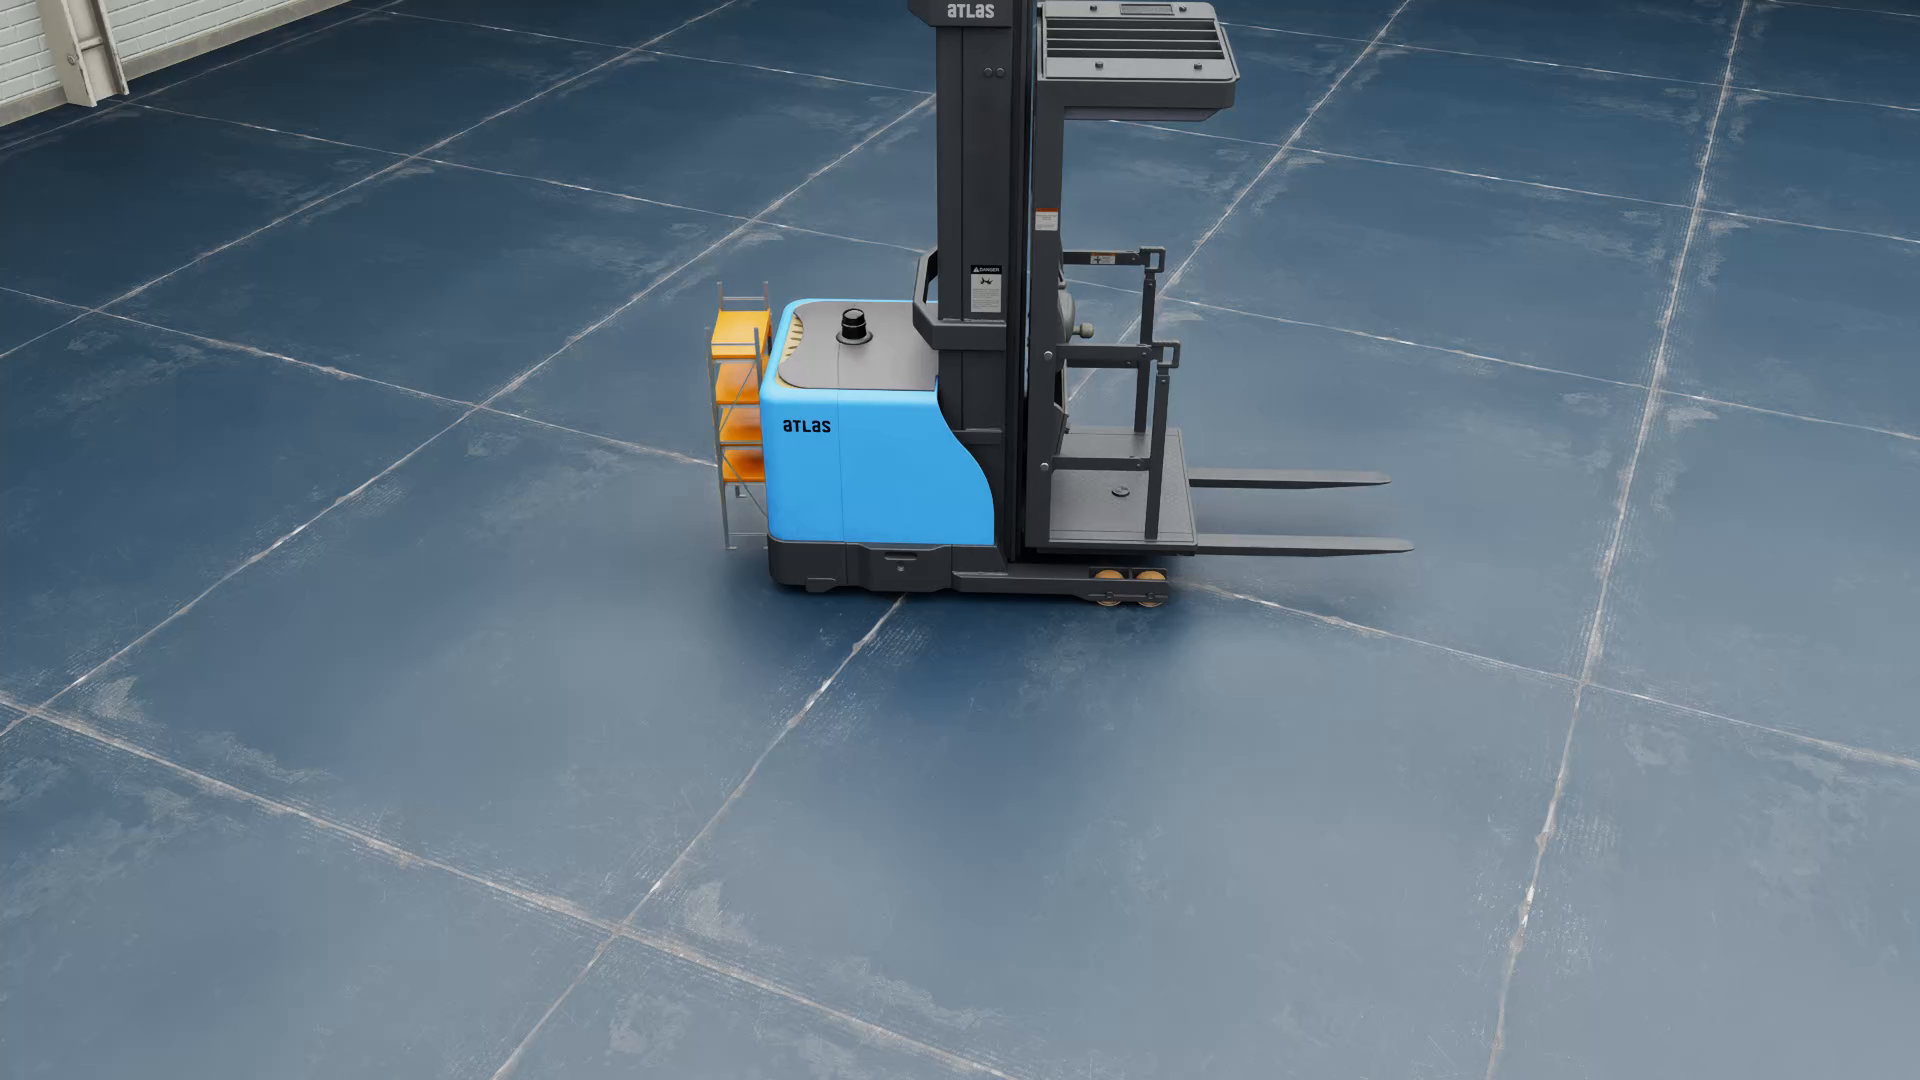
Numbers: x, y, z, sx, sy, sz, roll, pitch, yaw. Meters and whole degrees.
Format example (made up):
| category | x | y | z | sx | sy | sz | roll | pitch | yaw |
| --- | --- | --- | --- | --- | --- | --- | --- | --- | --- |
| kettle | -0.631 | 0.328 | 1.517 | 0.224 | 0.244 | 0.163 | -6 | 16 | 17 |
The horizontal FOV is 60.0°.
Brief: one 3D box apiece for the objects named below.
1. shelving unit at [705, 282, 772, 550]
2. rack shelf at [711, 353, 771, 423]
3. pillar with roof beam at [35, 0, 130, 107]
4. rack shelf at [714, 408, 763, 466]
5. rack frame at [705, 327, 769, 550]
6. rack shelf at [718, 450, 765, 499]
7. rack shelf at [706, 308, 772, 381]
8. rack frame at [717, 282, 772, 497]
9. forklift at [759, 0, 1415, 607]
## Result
| category | x | y | z | sx | sy | sz | roll | pitch | yaw |
| --- | --- | --- | --- | --- | --- | --- | --- | --- | --- |
| shelving unit | -1.036 | -0.593 | 8.060 | 0.258 | 1.200 | 0.503 | 0 | 33 | 0 |
| rack shelf | -1.036 | -0.724 | 7.974 | 0.258 | 0.148 | 0.480 | 0 | 33 | 0 |
| pillar with roof beam | -3.290 | -6.471 | 9.913 | 9.100 | 9.000 | 0.400 | 14 | 36 | 20 |
| rack shelf | -1.036 | -0.537 | 8.097 | 0.258 | 0.148 | 0.480 | 0 | 33 | 0 |
| rack frame | -1.033 | -0.459 | 7.856 | 0.240 | 1.200 | 0.015 | 0 | 33 | 0 |
| rack shelf | -1.036 | -0.370 | 8.206 | 0.258 | 0.148 | 0.480 | 0 | 33 | 0 |
| rack shelf | -1.036 | -0.921 | 7.844 | 0.258 | 0.148 | 0.480 | 0 | 33 | 0 |
| rack frame | -1.038 | -0.727 | 8.264 | 0.240 | 1.200 | 0.015 | 0 | 33 | 0 |
| forklift | 0.628 | -1.212 | 7.426 | 3.031 | 2.935 | 1.130 | 1 | 33 | 2 |
